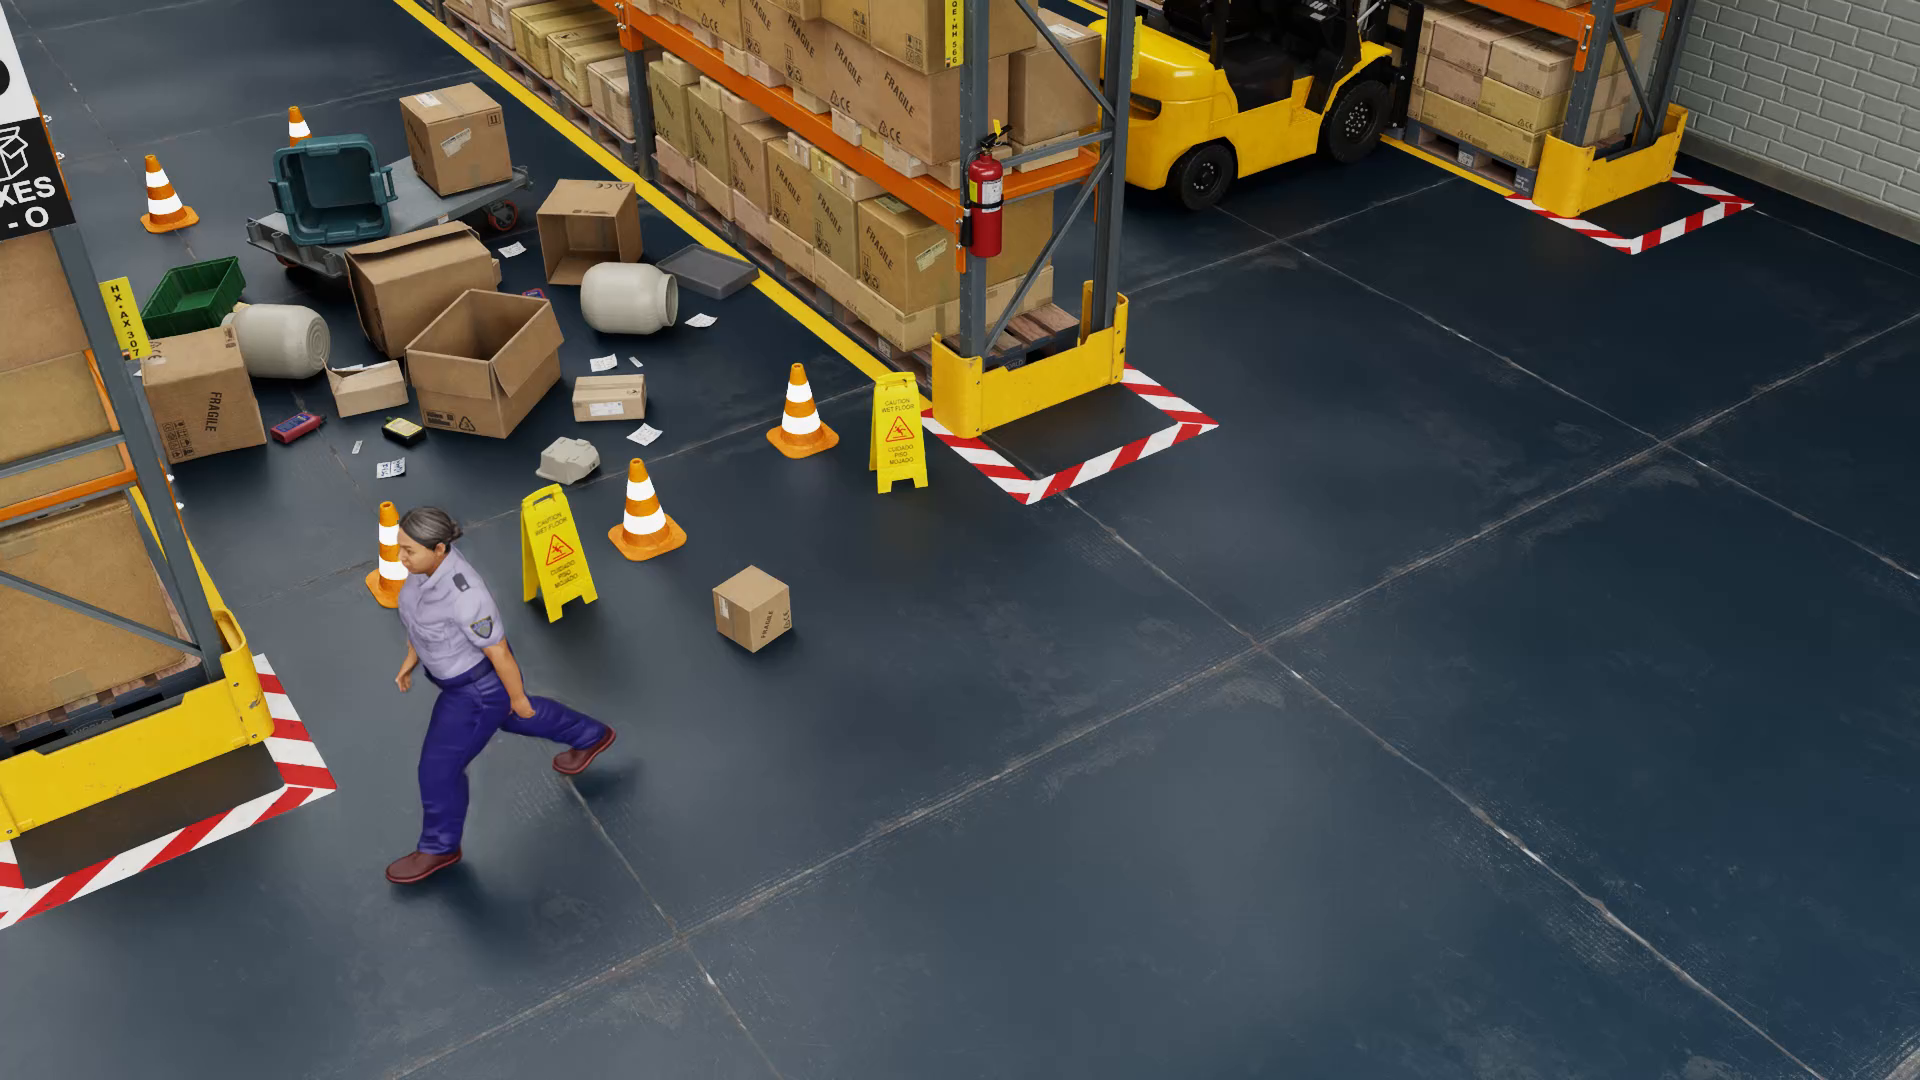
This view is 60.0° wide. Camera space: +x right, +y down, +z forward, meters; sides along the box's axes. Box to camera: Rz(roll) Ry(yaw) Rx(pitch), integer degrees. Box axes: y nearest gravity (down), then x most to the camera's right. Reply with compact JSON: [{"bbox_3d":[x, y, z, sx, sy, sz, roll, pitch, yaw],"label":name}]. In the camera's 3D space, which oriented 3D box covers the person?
[{"bbox_3d":[-1.848,0.499,6.338,1.044,1.588,0.486,-19,41,-24],"label":"person"}]
